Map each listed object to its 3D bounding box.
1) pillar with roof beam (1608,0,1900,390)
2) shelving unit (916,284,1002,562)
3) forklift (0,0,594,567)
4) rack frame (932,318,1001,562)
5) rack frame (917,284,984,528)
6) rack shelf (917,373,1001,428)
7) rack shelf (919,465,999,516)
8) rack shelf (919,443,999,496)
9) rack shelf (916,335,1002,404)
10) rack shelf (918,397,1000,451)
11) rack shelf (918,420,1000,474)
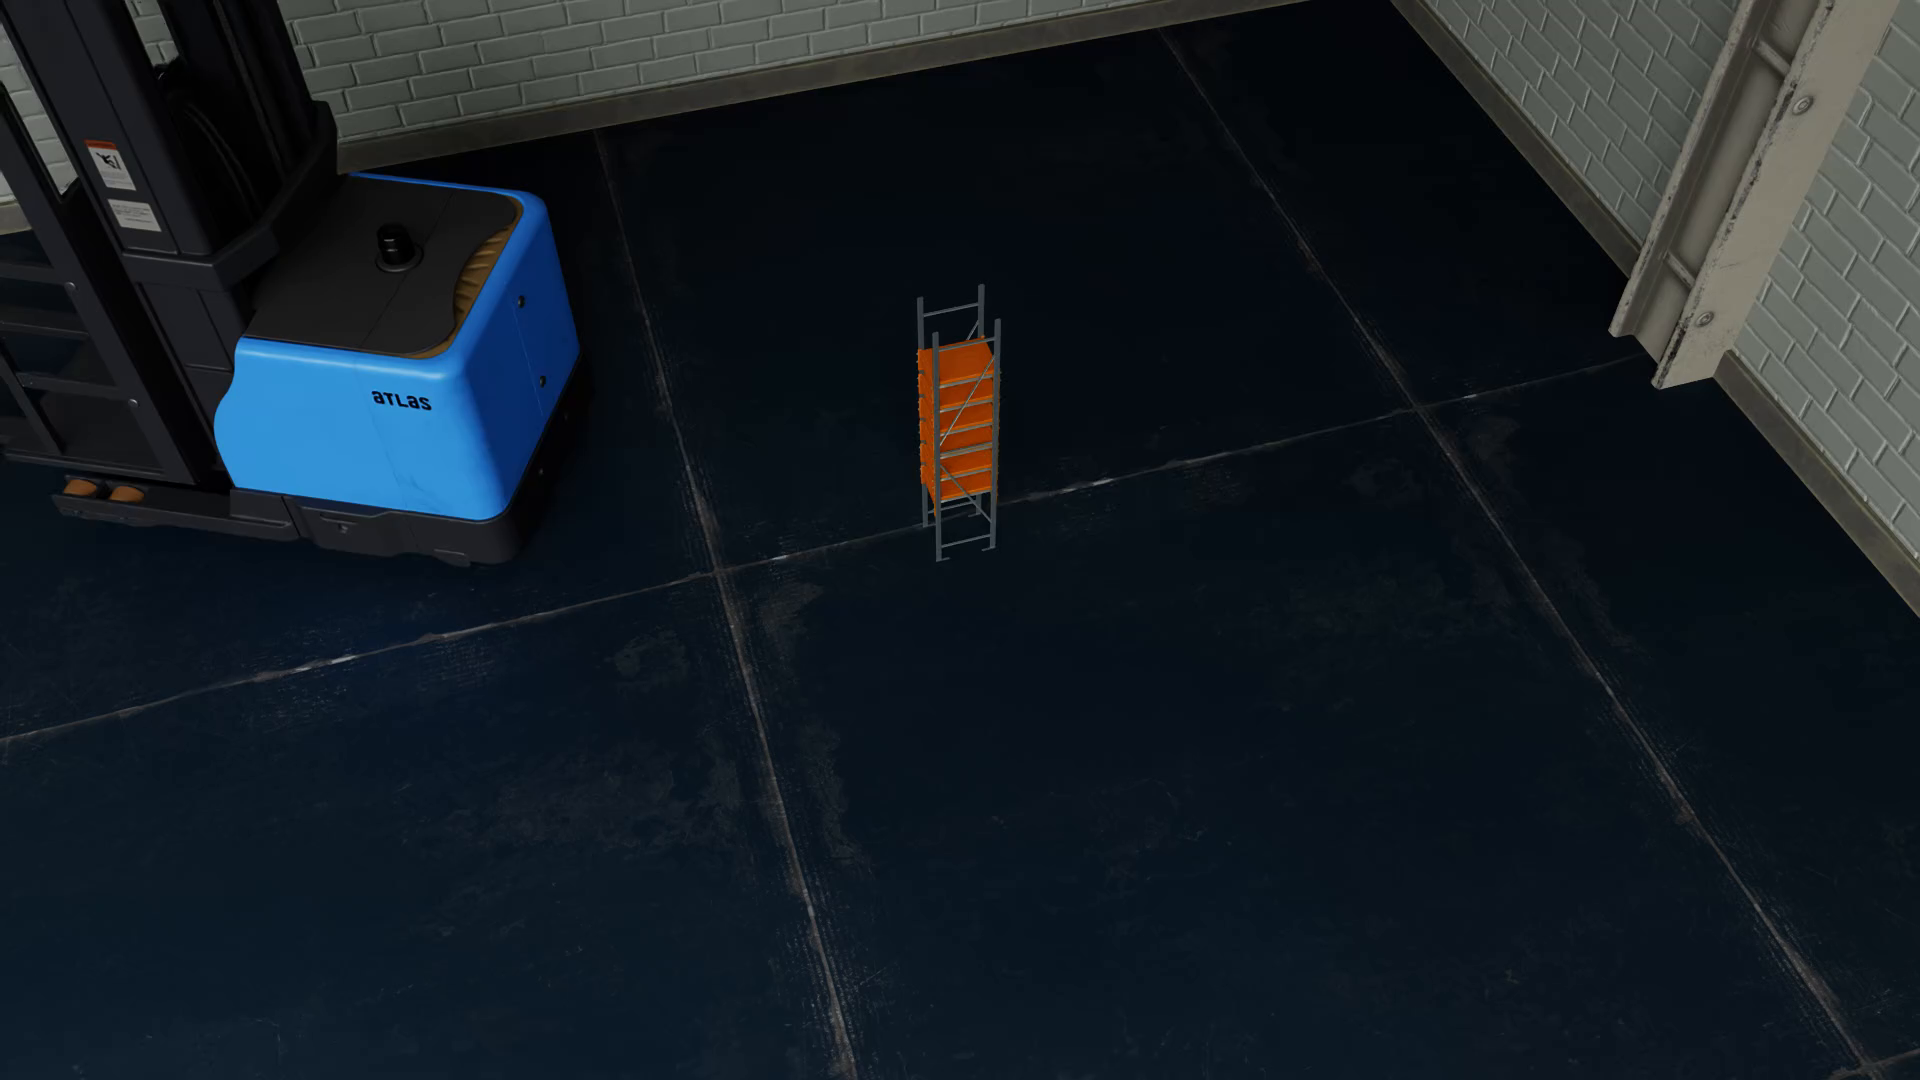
[{"bbox_3d":[-1.056,-2.746,2.969,9.100,9.000,0.400,-13,51,-11],"label":"pillar with roof beam"},{"bbox_3d":[-0.004,-0.397,6.090,0.258,1.200,0.189,-13,51,-11],"label":"shelving unit"},{"bbox_3d":[-3.101,-1.390,5.795,3.031,2.935,1.130,8,50,6],"label":"forklift"},{"bbox_3d":[0.023,-0.330,6.034,0.240,1.200,0.006,-13,51,-11],"label":"rack frame"},{"bbox_3d":[-0.031,-0.464,6.146,0.240,1.200,0.006,-13,51,-11],"label":"rack frame"},{"bbox_3d":[-0.004,-0.523,5.940,0.258,0.103,0.180,-13,51,-11],"label":"rack shelf"},{"bbox_3d":[-0.004,-0.214,6.307,0.258,0.103,0.180,-13,51,-11],"label":"rack shelf"},{"bbox_3d":[-0.004,-0.291,6.216,0.258,0.103,0.180,-13,51,-11],"label":"rack shelf"},{"bbox_3d":[-0.004,-0.601,5.849,0.258,0.103,0.180,-13,51,-11],"label":"rack shelf"},{"bbox_3d":[-0.004,-0.446,6.032,0.258,0.103,0.180,-13,51,-11],"label":"rack shelf"},{"bbox_3d":[-0.004,-0.369,6.124,0.258,0.103,0.180,-13,51,-11],"label":"rack shelf"}]
